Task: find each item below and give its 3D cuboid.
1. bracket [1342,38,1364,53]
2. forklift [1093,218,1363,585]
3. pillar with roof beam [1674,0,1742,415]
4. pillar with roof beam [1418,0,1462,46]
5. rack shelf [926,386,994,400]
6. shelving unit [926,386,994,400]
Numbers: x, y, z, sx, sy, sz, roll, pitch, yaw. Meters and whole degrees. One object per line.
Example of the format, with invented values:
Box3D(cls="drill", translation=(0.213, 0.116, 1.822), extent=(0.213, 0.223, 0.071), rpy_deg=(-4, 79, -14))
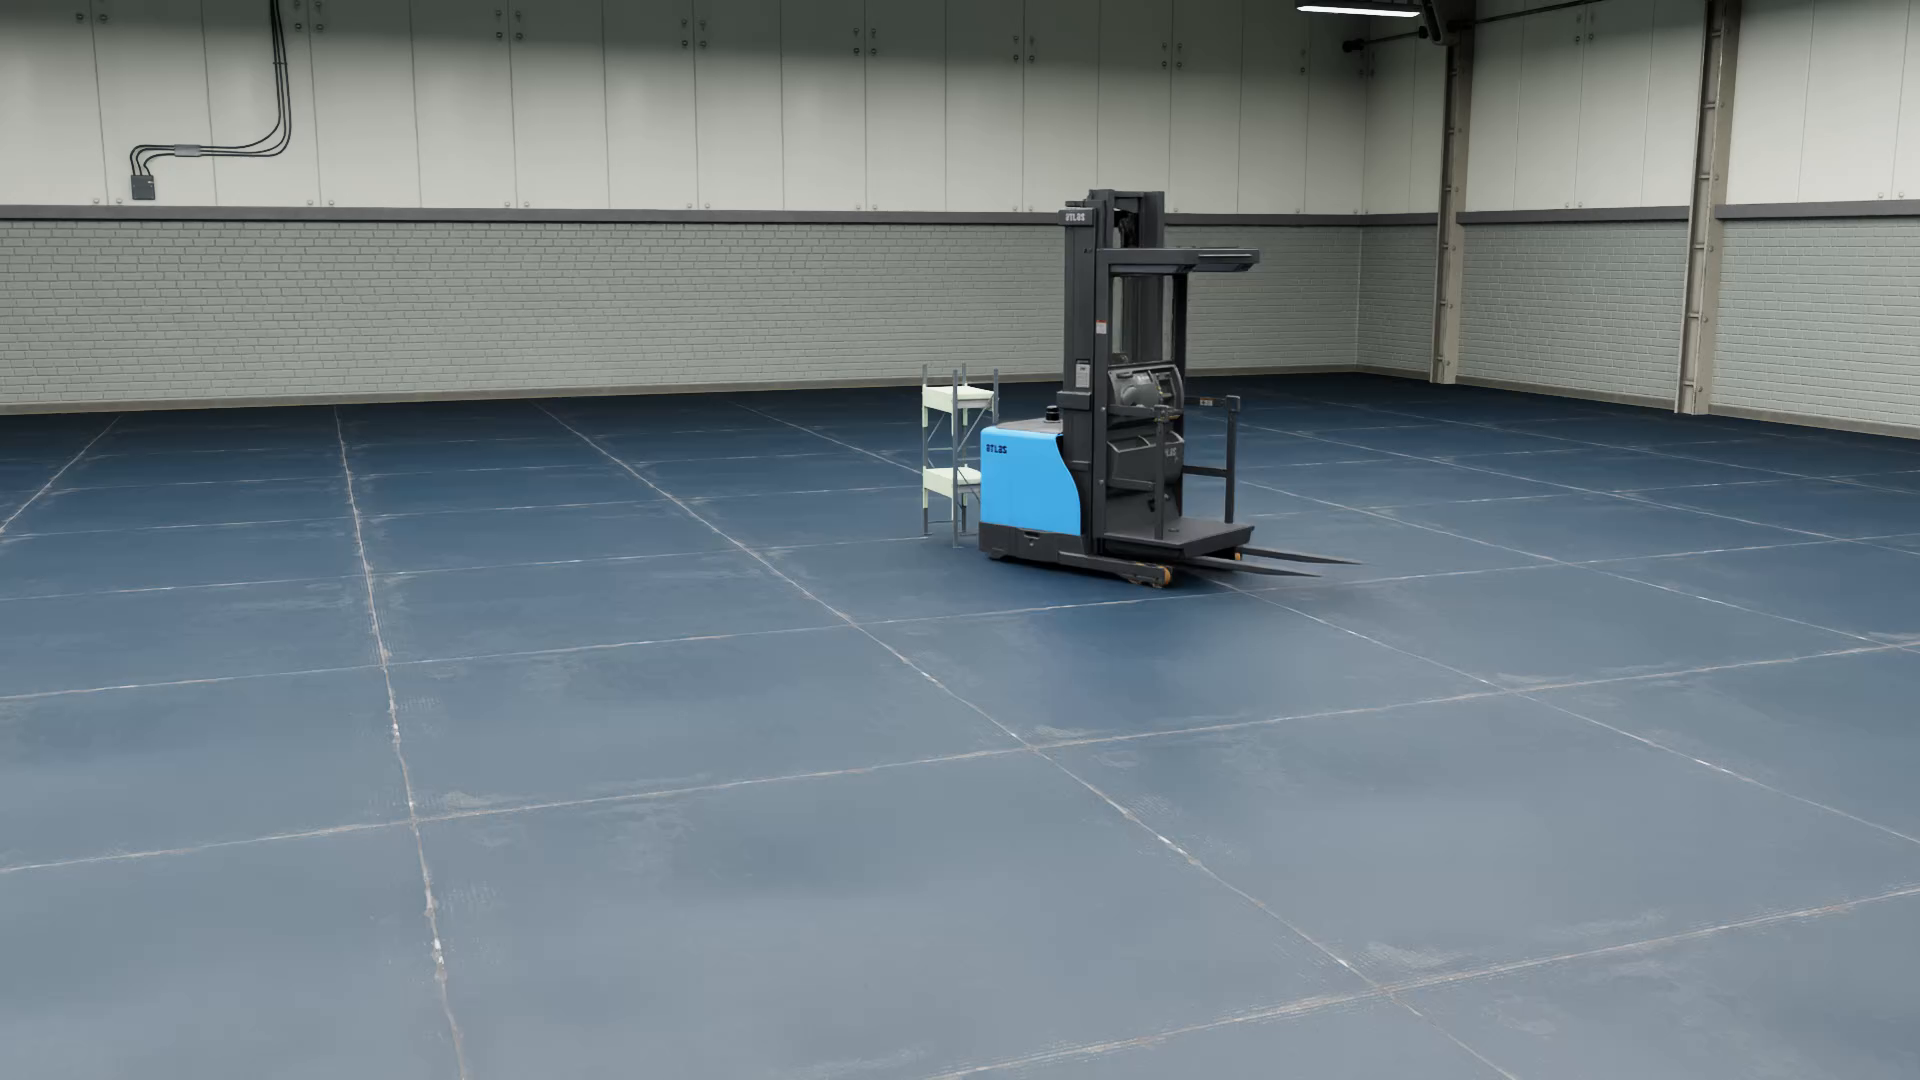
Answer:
Box3D(cls="bracket", translation=(7.594, -9.539, 32.076), extent=(0.235, 0.232, 0.430), rpy_deg=(-4, 11, -21))
Box3D(cls="forklift", translation=(1.926, -1.041, 12.469), extent=(2.170, 2.733, 1.118), rpy_deg=(9, 13, 40))
Box3D(cls="pillar with roof beam", translation=(7.096, -6.083, 22.920), extent=(9.100, 9.000, 0.548), rpy_deg=(-4, 11, -21))
Box3D(cls="pillar with roof beam", translation=(4.743, -10.010, 27.831), extent=(8.718, 2.987, 0.548), rpy_deg=(-4, 11, -21))
Box3D(cls="rack shelf", translation=(-0.002, -1.255, 14.203), extent=(0.368, 0.052, 0.686), rpy_deg=(-4, 11, -21))
Box3D(cls="shelving unit", translation=(-0.002, -1.255, 14.203), extent=(0.368, 0.052, 0.686), rpy_deg=(-4, 11, -21))
